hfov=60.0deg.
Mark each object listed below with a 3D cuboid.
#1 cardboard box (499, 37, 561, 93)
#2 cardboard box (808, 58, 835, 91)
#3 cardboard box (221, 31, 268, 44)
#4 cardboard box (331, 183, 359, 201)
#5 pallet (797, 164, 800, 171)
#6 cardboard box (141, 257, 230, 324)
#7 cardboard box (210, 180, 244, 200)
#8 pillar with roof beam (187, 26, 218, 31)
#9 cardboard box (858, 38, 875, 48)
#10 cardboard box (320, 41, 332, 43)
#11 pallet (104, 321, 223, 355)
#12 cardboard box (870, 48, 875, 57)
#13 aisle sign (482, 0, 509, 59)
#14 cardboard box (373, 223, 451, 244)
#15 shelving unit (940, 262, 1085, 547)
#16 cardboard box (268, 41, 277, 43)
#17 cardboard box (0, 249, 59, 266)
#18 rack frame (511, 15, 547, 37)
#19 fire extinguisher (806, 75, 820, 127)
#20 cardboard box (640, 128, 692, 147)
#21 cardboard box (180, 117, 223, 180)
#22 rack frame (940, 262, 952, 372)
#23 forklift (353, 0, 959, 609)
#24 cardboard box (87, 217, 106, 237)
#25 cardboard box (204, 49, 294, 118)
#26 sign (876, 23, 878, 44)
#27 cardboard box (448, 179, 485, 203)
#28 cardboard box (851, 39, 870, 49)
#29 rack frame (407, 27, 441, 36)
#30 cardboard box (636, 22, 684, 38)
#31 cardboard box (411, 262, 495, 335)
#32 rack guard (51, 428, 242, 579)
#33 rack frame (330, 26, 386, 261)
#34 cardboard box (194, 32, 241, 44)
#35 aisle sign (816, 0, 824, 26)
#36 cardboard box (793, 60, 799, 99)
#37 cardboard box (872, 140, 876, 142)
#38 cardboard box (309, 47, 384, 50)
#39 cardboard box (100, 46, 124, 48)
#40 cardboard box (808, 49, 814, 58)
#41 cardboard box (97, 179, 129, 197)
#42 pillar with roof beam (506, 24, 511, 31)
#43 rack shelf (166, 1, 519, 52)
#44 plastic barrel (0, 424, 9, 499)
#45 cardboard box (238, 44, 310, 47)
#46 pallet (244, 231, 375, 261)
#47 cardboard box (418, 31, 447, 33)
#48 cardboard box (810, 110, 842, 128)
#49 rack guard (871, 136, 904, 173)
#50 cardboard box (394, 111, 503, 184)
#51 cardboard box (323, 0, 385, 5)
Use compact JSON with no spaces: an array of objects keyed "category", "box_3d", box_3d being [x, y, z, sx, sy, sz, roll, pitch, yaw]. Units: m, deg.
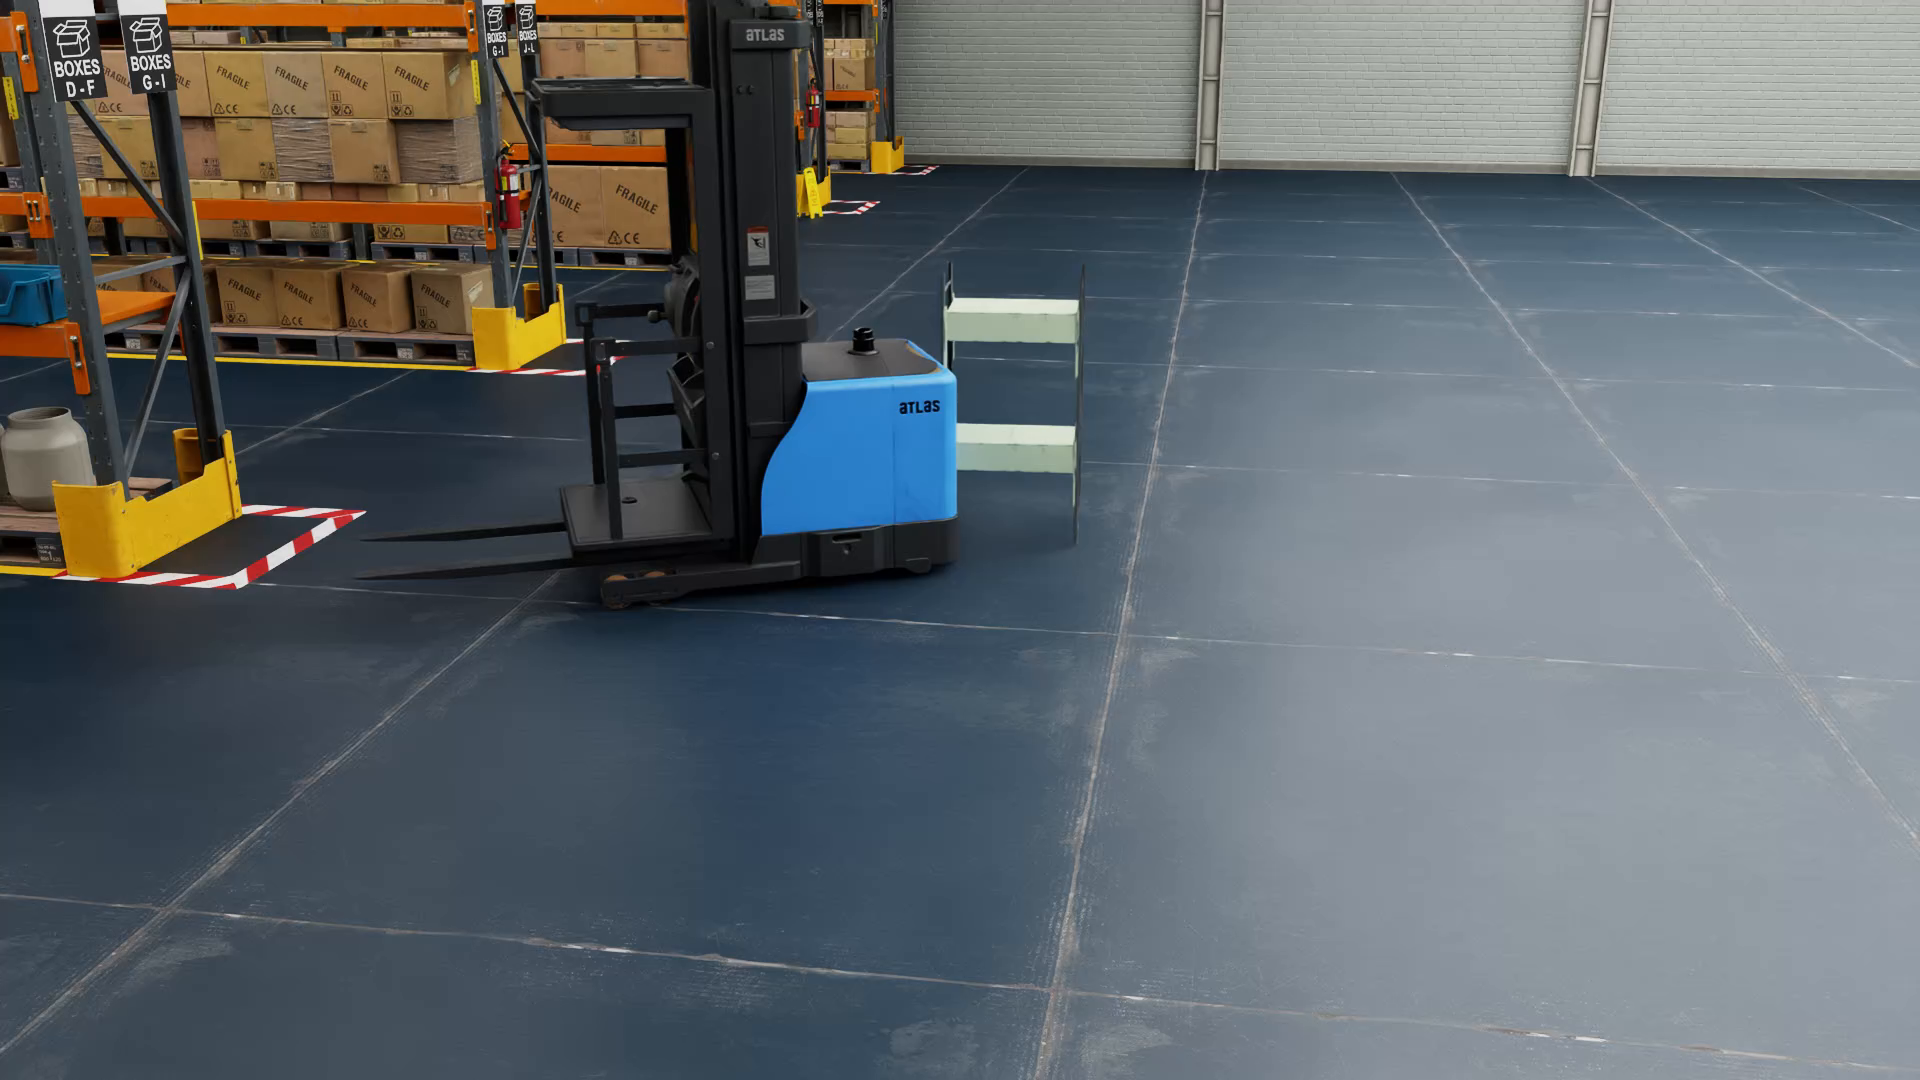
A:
[{"category":"cardboard box","box_3d":[-4.696,-5.190,18.149,0.500,0.550,0.875,3,19,9]},{"category":"cardboard box","box_3d":[-2.272,-7.651,27.284,0.500,0.500,0.500,4,19,10]},{"category":"cardboard box","box_3d":[-10.364,-7.102,24.069,0.500,0.500,0.500,2,19,7]},{"category":"cardboard box","box_3d":[-4.890,-2.855,13.503,0.250,0.149,0.380,3,19,9]},{"category":"pallet","box_3d":[-3.197,-6.397,28.089,1.213,0.211,1.003,3,19,9]},{"category":"cardboard box","box_3d":[-6.583,-2.128,14.213,0.500,0.500,0.500,9,21,26]},{"category":"cardboard box","box_3d":[-5.891,-2.878,13.572,0.250,0.149,0.380,3,19,9]},{"category":"pillar with roof beam","box_3d":[-14.309,-10.049,25.156,0.400,9.000,9.100,3,19,9]},{"category":"cardboard box","box_3d":[-1.532,-8.212,27.469,0.250,0.149,0.380,3,19,8]},{"category":"cardboard box","box_3d":[-8.911,-6.908,23.935,0.500,0.500,0.500,3,19,8]},{"category":"pallet","box_3d":[-6.870,-1.828,14.434,1.213,0.211,1.003,3,19,9]},{"category":"cardboard box","box_3d":[-1.528,-8.085,27.560,0.250,0.149,0.380,2,19,7]},{"category":"aisle sign","box_3d":[-3.576,-4.108,12.755,0.004,0.787,0.394,3,19,9]},{"category":"cardboard box","box_3d":[-6.042,-3.860,18.799,0.875,0.875,0.875,3,19,9]},{"category":"shelving unit","box_3d":[0.291,-0.747,9.171,0.755,1.500,0.431,2,19,5]},{"category":"cardboard box","box_3d":[-12.129,-8.362,28.747,0.500,0.500,0.700,3,19,9]},{"category":"cardboard box","box_3d":[-8.142,-2.234,14.499,0.500,0.500,0.700,1,19,4]},{"category":"rack frame","box_3d":[-5.967,-6.278,23.338,0.127,3.000,1.000,3,19,9]},{"category":"fire extinguisher","box_3d":[-1.978,-5.890,22.300,0.183,0.674,0.296,3,19,9]},{"category":"cardboard box","box_3d":[-3.076,-4.596,18.076,0.550,0.550,0.875,3,19,9]},{"category":"cardboard box","box_3d":[-6.107,-3.290,13.782,0.500,0.500,0.875,3,19,9]},{"category":"rack frame","box_3d":[-0.073,-0.758,9.204,0.023,1.500,0.400,2,19,5]},{"category":"forklift","box_3d":[-1.579,-1.232,8.367,3.031,2.935,1.130,-5,19,-16]},{"category":"cardboard box","box_3d":[-10.015,-3.997,19.405,0.750,0.750,1.050,3,19,8]},{"category":"cardboard box","box_3d":[-5.652,-3.662,13.318,0.500,0.500,0.500,3,19,9]},{"category":"sign","box_3d":[-1.334,-8.124,26.658,0.005,0.325,0.100,3,19,9]},{"category":"cardboard box","box_3d":[-3.904,-2.802,13.347,0.250,0.149,0.380,3,19,9]},{"category":"cardboard box","box_3d":[-1.621,-8.080,27.075,0.250,0.149,0.380,3,19,9]},{"category":"rack frame","box_3d":[-9.133,-8.034,28.588,0.127,3.000,1.000,3,19,9]},{"category":"cardboard box","box_3d":[-4.045,-6.786,22.656,0.500,0.500,0.700,3,19,8]},{"category":"cardboard box","box_3d":[-4.203,-2.022,13.897,0.500,0.500,0.500,7,20,19]},{"category":"rack guard","box_3d":[-4.458,-0.224,9.184,0.348,0.500,1.175,3,19,9]},{"category":"rack frame","box_3d":[-6.652,-4.722,18.688,0.127,3.000,1.000,3,19,9]},{"category":"cardboard box","box_3d":[-10.468,-6.945,23.598,0.500,0.500,0.500,2,19,7]},{"category":"aisle sign","box_3d":[-1.907,-7.403,22.605,0.004,0.787,0.394,3,19,9]},{"category":"cardboard box","box_3d":[-2.441,-6.376,23.005,0.500,0.500,0.500,3,19,8]},{"category":"cardboard box","box_3d":[-1.688,-6.613,28.012,0.500,0.250,0.500,3,19,9]},{"category":"cardboard box","box_3d":[-5.076,-3.800,13.730,0.500,0.500,0.500,3,19,9]},{"category":"cardboard box","box_3d":[-7.051,-3.899,14.028,0.500,0.500,0.500,3,19,9]},{"category":"cardboard box","box_3d":[-2.367,-7.968,27.211,0.250,0.149,0.380,3,19,8]},{"category":"cardboard box","box_3d":[-6.878,-2.928,13.724,0.250,0.149,0.380,3,19,9]},{"category":"pillar with roof beam","box_3d":[-8.385,-9.747,24.253,0.400,9.000,9.100,3,19,9]},{"category":"rack shelf","box_3d":[-5.564,-4.154,13.397,4.000,0.370,1.077,3,19,9]},{"category":"plastic barrel","box_3d":[-5.532,-0.474,9.251,0.421,0.512,0.421,0,18,0]},{"category":"cardboard box","box_3d":[-7.652,-5.292,18.659,0.500,0.500,0.700,3,19,8]},{"category":"pallet","box_3d":[-7.426,-3.415,19.176,1.213,0.211,1.003,3,19,9]},{"category":"cardboard box","box_3d":[-7.464,-7.130,23.575,0.250,0.149,0.380,4,19,12]},{"category":"cardboard box","box_3d":[-2.243,-6.950,27.444,0.500,0.250,0.500,3,19,10]},{"category":"rack guard","box_3d":[-1.210,-6.445,27.778,0.348,0.500,1.175,3,19,9]},{"category":"cardboard box","box_3d":[-4.128,-3.197,13.503,0.500,0.500,0.875,3,19,9]},{"category":"cardboard box","box_3d":[-4.599,-4.292,12.913,0.500,0.250,0.500,3,19,9]}]
